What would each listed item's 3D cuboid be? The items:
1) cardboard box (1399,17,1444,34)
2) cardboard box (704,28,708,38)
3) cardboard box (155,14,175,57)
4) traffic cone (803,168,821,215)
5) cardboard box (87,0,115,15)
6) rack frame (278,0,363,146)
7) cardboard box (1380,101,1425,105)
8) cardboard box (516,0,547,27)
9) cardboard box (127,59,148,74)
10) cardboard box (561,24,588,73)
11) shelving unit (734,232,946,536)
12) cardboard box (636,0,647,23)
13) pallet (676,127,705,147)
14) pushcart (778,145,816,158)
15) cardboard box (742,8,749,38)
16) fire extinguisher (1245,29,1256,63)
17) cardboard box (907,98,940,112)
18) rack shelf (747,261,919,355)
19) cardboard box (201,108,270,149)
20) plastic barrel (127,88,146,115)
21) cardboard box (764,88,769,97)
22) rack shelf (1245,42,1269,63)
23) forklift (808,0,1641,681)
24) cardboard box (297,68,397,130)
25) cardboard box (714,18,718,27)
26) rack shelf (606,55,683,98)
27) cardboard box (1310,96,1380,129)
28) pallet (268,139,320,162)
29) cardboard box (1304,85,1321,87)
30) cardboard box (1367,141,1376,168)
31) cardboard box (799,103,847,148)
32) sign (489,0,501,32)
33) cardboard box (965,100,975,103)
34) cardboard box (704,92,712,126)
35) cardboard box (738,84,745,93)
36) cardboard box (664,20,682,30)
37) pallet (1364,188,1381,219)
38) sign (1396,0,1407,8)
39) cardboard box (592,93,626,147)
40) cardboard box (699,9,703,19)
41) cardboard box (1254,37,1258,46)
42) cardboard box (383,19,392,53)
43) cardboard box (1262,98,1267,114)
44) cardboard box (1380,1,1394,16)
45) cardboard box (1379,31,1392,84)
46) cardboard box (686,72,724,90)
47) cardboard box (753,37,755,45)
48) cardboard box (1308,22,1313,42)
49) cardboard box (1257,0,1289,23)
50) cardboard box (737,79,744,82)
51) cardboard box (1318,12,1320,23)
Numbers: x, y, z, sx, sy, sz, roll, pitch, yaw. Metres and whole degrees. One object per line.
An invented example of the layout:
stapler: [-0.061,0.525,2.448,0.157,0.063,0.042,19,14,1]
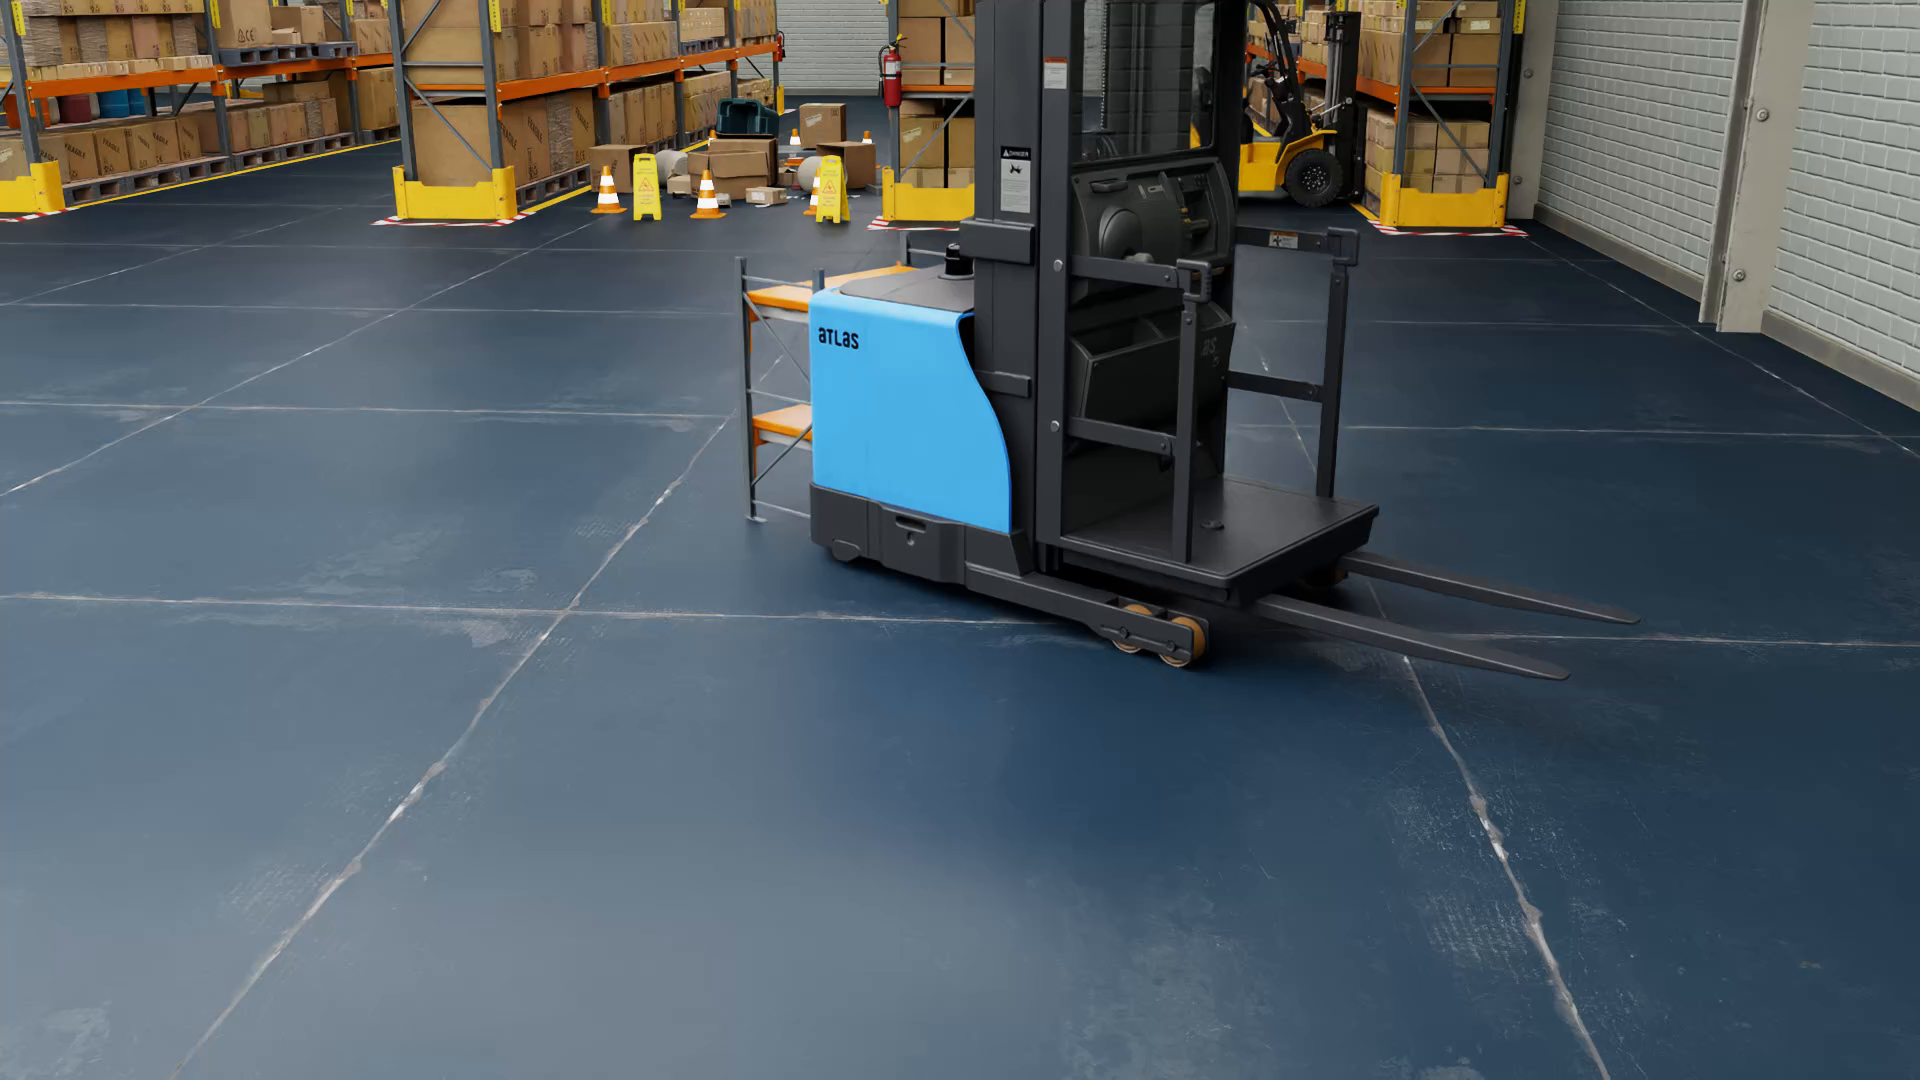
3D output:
cardboard box: [4.504,-5.022,16.231,0.380,0.149,0.250,2,18,5]
cardboard box: [-4.198,-8.016,26.299,0.380,0.149,0.250,2,18,6]
cardboard box: [-9.955,-6.022,19.845,0.875,0.500,0.500,1,18,4]
traffic cone: [-1.448,-3.619,17.225,0.336,0.463,0.334,1,18,4]
cardboard box: [-9.688,-6.023,18.242,0.500,0.500,0.500,1,18,4]
rack frame: [-9.503,-7.368,24.592,1.000,3.000,0.127,1,18,4]
cardboard box: [5.203,-5.006,19.519,0.500,0.250,0.500,2,18,5]
cardboard box: [-4.949,-5.784,17.782,0.875,0.550,0.550,1,18,4]
cardboard box: [-9.635,-5.468,19.195,0.380,0.149,0.250,1,18,4]
cardboard box: [-4.882,-5.769,19.470,0.875,0.550,0.550,1,18,4]
shelving unit: [-0.406,-0.705,7.270,0.538,1.125,1.048,15,23,38]
cardboard box: [-4.675,-7.293,22.597,0.700,0.500,0.500,1,18,3]
pallet: [-4.506,-6.144,25.333,1.003,0.211,1.213,1,18,4]
pushcart: [-2.183,-4.694,20.642,1.648,0.377,0.936,-5,19,-15]
cardboard box: [-3.962,-8.959,28.810,0.500,0.500,0.500,1,18,4]
fire extinguisher: [5.455,-9.364,31.406,0.296,0.674,0.183,1,18,4]
cardboard box: [-0.415,-4.668,17.847,0.380,0.149,0.250,2,18,5]
rack shelf: [-0.406,-0.984,7.178,0.538,0.278,1.000,15,23,38]
cardboard box: [-9.672,-5.485,22.153,0.700,0.500,0.500,1,18,4]
plastic barrel: [-14.213,-7.755,28.468,0.600,0.901,0.708,1,18,4]
cardboard box: [-3.779,-8.365,31.061,0.380,0.149,0.250,1,18,2]
rack shelf: [5.762,-8.559,29.382,1.077,0.370,4.000,1,18,4]
forklift: [0.852,-1.149,5.723,3.031,2.935,1.130,15,23,38]
cardboard box: [-9.433,-6.772,25.510,1.225,0.875,0.875,0,18,1]
cardboard box: [-4.147,-8.403,27.002,0.380,0.149,0.250,2,18,6]
rack shelf: [-4.707,-6.263,22.375,1.077,0.370,4.000,1,18,4]
cardboard box: [5.235,-5.712,22.677,0.875,0.625,0.625,2,18,6]
pallet: [-9.651,-5.422,23.133,1.003,0.211,1.213,1,18,4]
cardboard box: [5.231,-6.764,25.045,0.380,0.149,0.250,2,18,6]
cardboard box: [4.529,-3.997,17.242,0.500,0.250,0.500,1,18,3]
cardboard box: [-1.683,-5.107,20.490,0.500,0.500,0.500,1,18,4]
sign: [-4.584,-5.176,16.385,0.100,0.325,0.005,1,18,4]
cardboard box: [0.320,-4.964,19.793,0.500,0.500,0.500,1,18,3]
cardboard box: [-4.194,-6.767,26.099,0.500,0.500,0.500,1,18,3]
cardboard box: [-4.002,-7.944,29.297,0.380,0.149,0.250,1,18,2]
cardboard box: [-4.329,-7.593,24.530,0.380,0.149,0.250,2,18,6]
pallet: [4.772,-3.466,17.162,1.003,0.211,1.213,1,18,4]
sign: [4.219,-5.232,15.833,0.100,0.325,0.005,1,18,4]
cardboard box: [-4.895,-5.309,21.247,1.050,0.750,0.750,1,18,4]
cardboard box: [-4.223,-8.214,25.947,0.380,0.149,0.250,1,18,3]
cardboard box: [5.467,-8.908,29.694,0.380,0.149,0.250,1,18,2]
cardboard box: [-9.129,-7.880,25.994,0.500,0.500,0.500,1,18,3]
cardboard box: [5.392,-7.470,28.621,0.396,0.266,0.258,2,18,6]
cardboard box: [4.553,-5.484,17.162,0.380,0.149,0.250,2,18,5]
cardboard box: [4.579,-4.920,16.960,0.500,0.500,0.500,2,18,6]
cardboard box: [-4.128,-7.440,26.947,0.500,0.250,0.500,2,18,7]
cardboard box: [-3.914,-9.003,29.985,0.380,0.149,0.250,2,18,5]
cardboard box: [5.020,-6.916,22.650,0.500,0.250,0.500,2,18,6]
cardboard box: [5.497,-9.348,29.192,0.500,0.500,0.500,2,18,5]
cardboard box: [-4.266,-8.595,31.284,0.380,0.149,0.250,2,18,5]
cardboard box: [4.934,-6.900,21.960,0.380,0.149,0.250,2,18,5]
